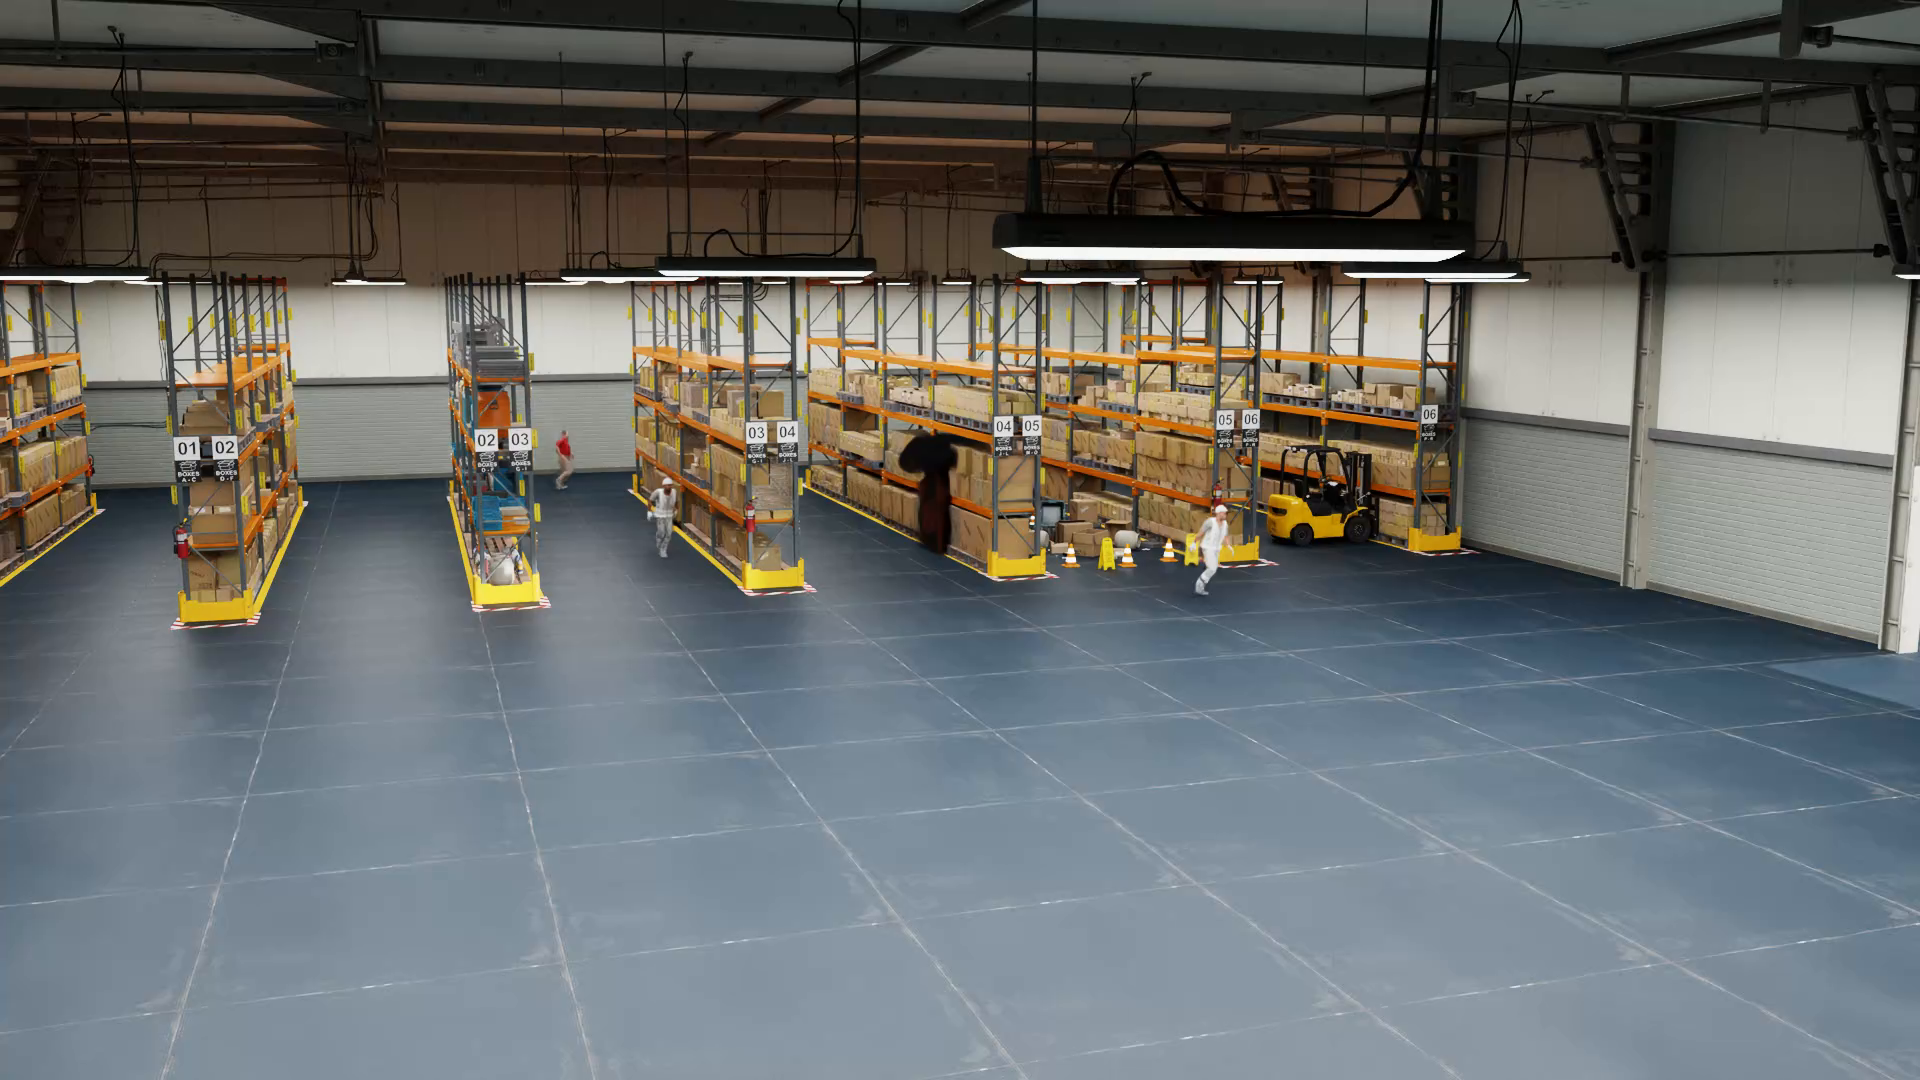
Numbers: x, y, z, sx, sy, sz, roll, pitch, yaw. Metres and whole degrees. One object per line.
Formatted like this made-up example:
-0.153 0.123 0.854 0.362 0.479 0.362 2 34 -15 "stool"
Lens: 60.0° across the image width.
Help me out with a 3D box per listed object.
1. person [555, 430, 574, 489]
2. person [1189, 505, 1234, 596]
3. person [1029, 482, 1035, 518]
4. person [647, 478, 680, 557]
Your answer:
-11.359 -2.312 47.759 0.535 1.669 0.666 -1 9 -7 "person"
4.719 0.189 31.055 0.641 1.723 0.690 -7 11 -37 "person"
1.785 -1.310 41.578 0.623 1.553 0.546 -7 11 -38 "person"
-6.367 -0.501 35.766 0.688 1.707 0.710 -6 10 -32 "person"
